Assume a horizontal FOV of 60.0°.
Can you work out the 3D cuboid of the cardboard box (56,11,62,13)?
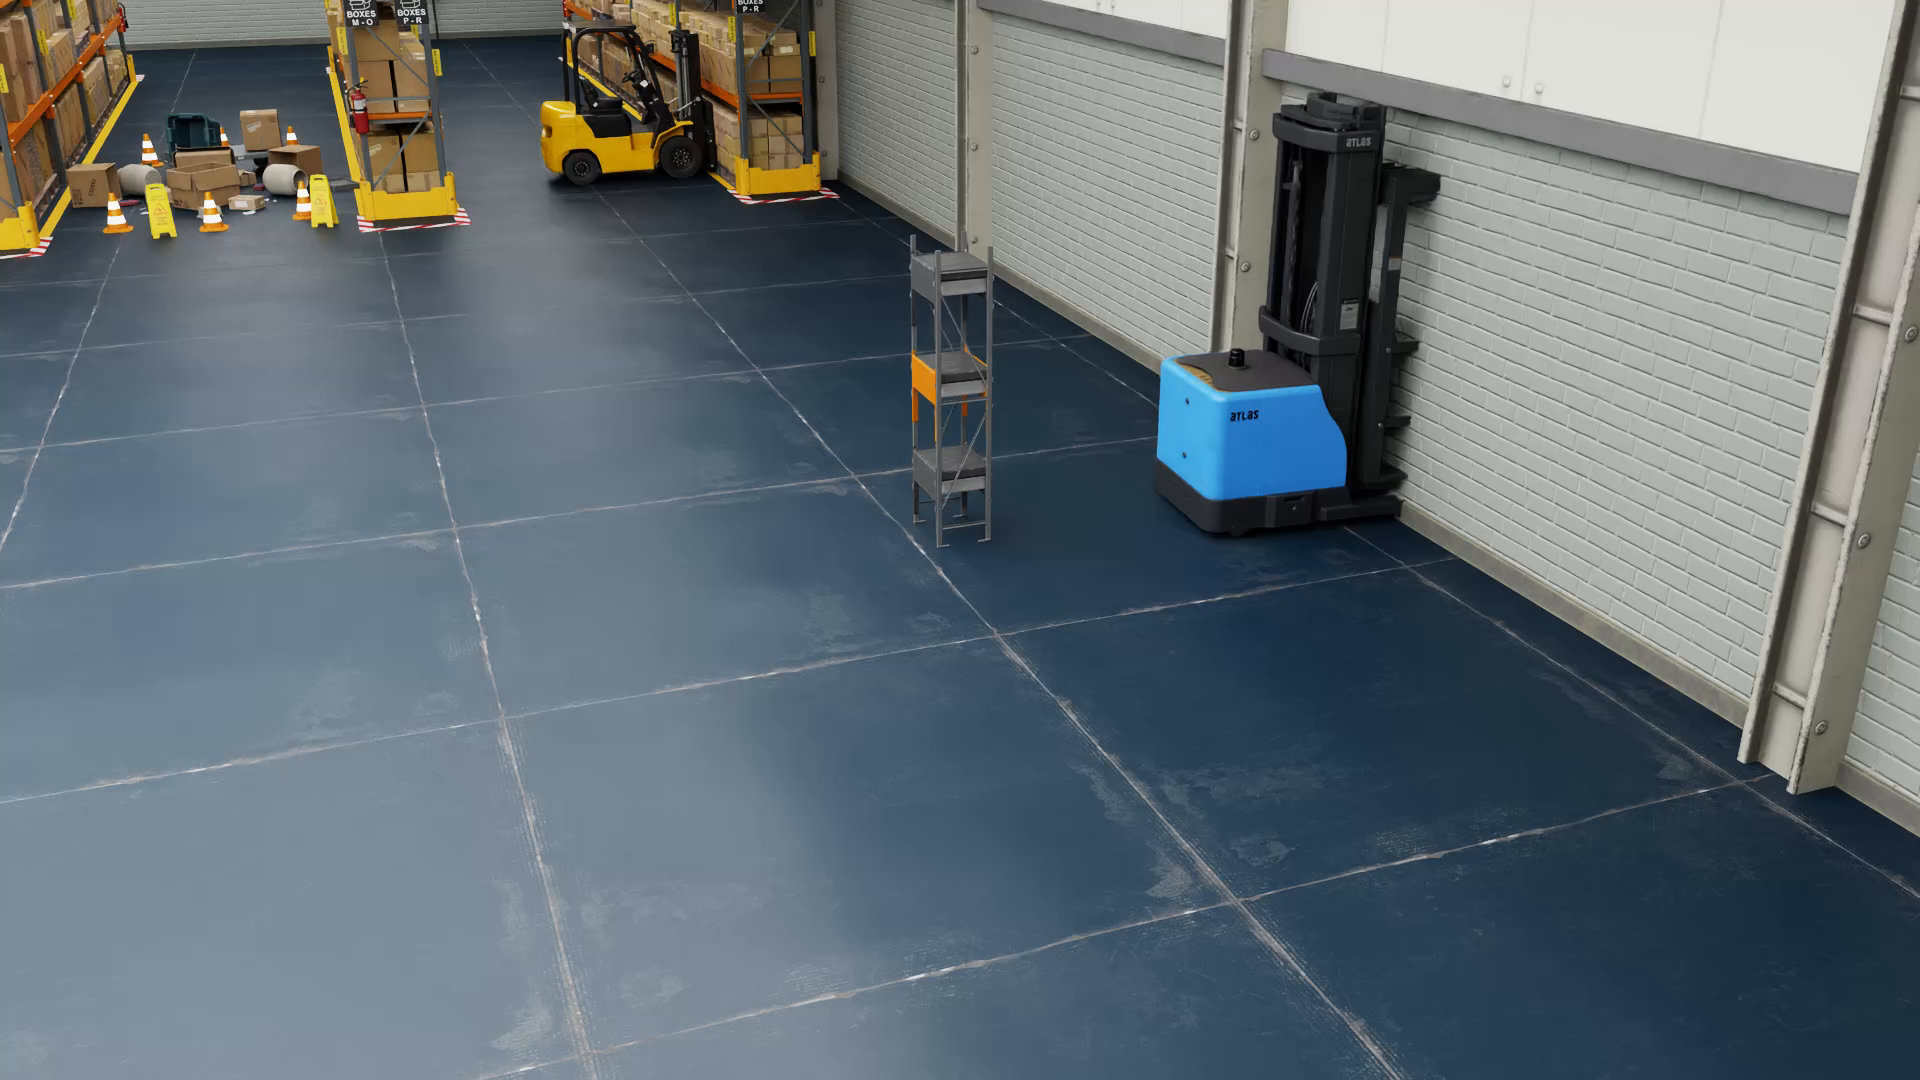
[{"bbox_3d":[-14.786,-8.559,27.212,0.380,0.149,0.250,-8,24,-19],"label":"cardboard box"}]

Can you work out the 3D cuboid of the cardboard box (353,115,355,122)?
[{"bbox_3d":[-8.100,-5.773,22.784,0.380,0.149,0.250,-7,24,-17],"label":"cardboard box"}]

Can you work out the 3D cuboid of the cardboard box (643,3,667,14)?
[{"bbox_3d":[-5.236,-9.133,28.593,0.380,0.149,0.250,-8,24,-18],"label":"cardboard box"}]

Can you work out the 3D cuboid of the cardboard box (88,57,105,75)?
[{"bbox_3d":[-15.538,-8.431,29.602,0.500,0.250,0.500,-9,24,-20],"label":"cardboard box"}]

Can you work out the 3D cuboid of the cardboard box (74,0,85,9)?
[{"bbox_3d":[-15.617,-9.415,29.242,0.380,0.149,0.250,-9,25,-21],"label":"cardboard box"}]

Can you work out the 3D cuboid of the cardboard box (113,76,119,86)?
[{"bbox_3d":[-16.362,-8.801,31.900,0.380,0.149,0.250,-9,24,-20],"label":"cardboard box"}]

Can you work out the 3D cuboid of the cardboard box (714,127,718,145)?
[{"bbox_3d":[-3.394,-5.977,24.424,0.500,0.250,0.500,-9,24,-20],"label":"cardboard box"}]

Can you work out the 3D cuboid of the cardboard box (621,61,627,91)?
[{"bbox_3d":[-6.092,-8.763,31.357,0.500,0.500,0.500,-7,24,-17],"label":"cardboard box"}]

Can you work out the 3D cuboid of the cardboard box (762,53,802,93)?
[{"bbox_3d":[-2.476,-6.582,23.375,0.500,0.500,0.500,-8,24,-17],"label":"cardboard box"}]

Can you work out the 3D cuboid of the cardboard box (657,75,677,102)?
[{"bbox_3d":[-4.703,-7.614,28.470,0.875,0.625,0.625,-9,25,-21],"label":"cardboard box"}]

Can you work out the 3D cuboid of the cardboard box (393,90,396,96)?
[{"bbox_3d":[-7.569,-6.144,22.789,0.380,0.149,0.250,-7,24,-17],"label":"cardboard box"}]

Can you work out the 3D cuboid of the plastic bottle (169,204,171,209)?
[{"bbox_3d":[-10.705,-4.487,22.317,0.133,0.061,0.283,-18,29,-37],"label":"plastic bottle"}]

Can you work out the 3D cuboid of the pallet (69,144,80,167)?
[{"bbox_3d":[-13.989,-5.802,25.243,1.003,0.211,1.213,-8,24,-19],"label":"pallet"}]

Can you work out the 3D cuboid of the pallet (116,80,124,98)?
[{"bbox_3d":[-16.743,-8.677,32.066,1.003,0.211,1.213,-8,24,-19],"label":"pallet"}]

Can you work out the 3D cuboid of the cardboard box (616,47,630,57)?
[{"bbox_3d":[-6.402,-9.385,31.998,0.380,0.149,0.250,-7,24,-17],"label":"cardboard box"}]

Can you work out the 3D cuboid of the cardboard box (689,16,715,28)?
[{"bbox_3d":[-3.869,-7.815,25.082,0.380,0.149,0.250,-8,24,-18],"label":"cardboard box"}]

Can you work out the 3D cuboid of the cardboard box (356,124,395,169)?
[{"bbox_3d":[-7.918,-5.351,22.619,0.500,0.500,0.500,-7,24,-17],"label":"cardboard box"}]

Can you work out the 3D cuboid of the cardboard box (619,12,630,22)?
[{"bbox_3d":[-5.978,-9.488,30.182,0.380,0.149,0.250,-8,24,-18],"label":"cardboard box"}]

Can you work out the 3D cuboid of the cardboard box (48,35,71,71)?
[{"bbox_3d":[-13.863,-7.382,25.274,0.500,0.500,0.500,-9,24,-20],"label":"cardboard box"}]

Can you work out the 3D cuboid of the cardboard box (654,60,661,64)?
[{"bbox_3d":[-5.511,-8.977,31.028,0.380,0.149,0.250,-8,24,-18],"label":"cardboard box"}]

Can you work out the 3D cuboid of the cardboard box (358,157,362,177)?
[{"bbox_3d":[-8.106,-5.197,23.218,0.500,0.250,0.500,-9,25,-21],"label":"cardboard box"}]

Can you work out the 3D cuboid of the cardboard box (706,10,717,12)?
[{"bbox_3d":[-4.204,-8.652,27.452,0.380,0.149,0.250,-8,24,-19],"label":"cardboard box"}]

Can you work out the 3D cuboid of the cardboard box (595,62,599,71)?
[{"bbox_3d":[-7.272,-9.720,34.078,0.380,0.149,0.250,-9,25,-21],"label":"cardboard box"}]

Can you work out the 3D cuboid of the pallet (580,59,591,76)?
[{"bbox_3d":[-7.477,-10.086,35.409,1.003,0.211,1.213,-8,24,-19],"label":"pallet"}]

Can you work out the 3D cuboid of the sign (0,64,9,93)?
[{"bbox_3d":[-11.277,-5.428,19.551,0.100,0.325,0.005,-8,24,-19],"label":"sign"}]

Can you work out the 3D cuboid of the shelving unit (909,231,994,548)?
[{"bbox_3d":[-0.058,-1.028,11.485,0.431,2.100,0.503,-8,24,-19],"label":"shelving unit"}]

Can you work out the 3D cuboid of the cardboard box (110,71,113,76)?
[{"bbox_3d":[-16.327,-8.837,31.601,0.380,0.149,0.250,-7,24,-17],"label":"cardboard box"}]

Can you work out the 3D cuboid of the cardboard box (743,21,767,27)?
[{"bbox_3d":[-2.999,-7.517,24.375,0.380,0.149,0.250,-8,24,-19],"label":"cardboard box"}]

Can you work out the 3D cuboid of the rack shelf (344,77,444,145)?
[{"bbox_3d":[-7.910,-6.030,23.121,1.077,0.370,4.000,-8,24,-19],"label":"rack shelf"}]

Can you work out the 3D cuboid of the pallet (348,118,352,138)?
[{"bbox_3d":[-9.755,-6.973,28.021,1.003,0.211,1.213,-8,24,-19],"label":"pallet"}]

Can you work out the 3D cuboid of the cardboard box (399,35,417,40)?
[{"bbox_3d":[-8.038,-6.958,23.885,0.500,0.500,0.500,-8,24,-17],"label":"cardboard box"}]

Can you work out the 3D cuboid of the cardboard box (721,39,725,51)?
[{"bbox_3d":[-3.175,-7.033,23.610,0.380,0.149,0.250,-9,24,-19],"label":"cardboard box"}]

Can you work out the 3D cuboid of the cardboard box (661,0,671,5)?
[{"bbox_3d":[-5.083,-9.479,29.413,0.380,0.149,0.250,-8,24,-17],"label":"cardboard box"}]

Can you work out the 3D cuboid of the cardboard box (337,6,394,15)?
[{"bbox_3d":[-8.082,-6.991,22.675,0.700,0.500,0.500,-9,24,-19],"label":"cardboard box"}]

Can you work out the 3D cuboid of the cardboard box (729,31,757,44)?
[{"bbox_3d":[-3.001,-6.986,23.116,0.380,0.149,0.250,-8,24,-19],"label":"cardboard box"}]

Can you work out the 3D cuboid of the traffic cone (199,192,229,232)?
[{"bbox_3d":[-9.480,-4.169,21.046,0.336,0.463,0.334,-8,24,-19],"label":"traffic cone"}]

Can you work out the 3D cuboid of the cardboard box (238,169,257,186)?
[{"bbox_3d":[-10.336,-5.238,23.836,0.396,0.266,0.258,12,26,27],"label":"cardboard box"}]

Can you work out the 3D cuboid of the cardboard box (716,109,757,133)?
[{"bbox_3d":[-3.201,-6.014,23.868,0.500,0.250,0.500,-8,24,-18],"label":"cardboard box"}]

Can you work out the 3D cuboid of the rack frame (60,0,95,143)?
[{"bbox_3d":[-14.625,-7.826,26.456,1.000,3.000,0.127,-8,24,-19],"label":"rack frame"}]

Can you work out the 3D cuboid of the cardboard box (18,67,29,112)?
[{"bbox_3d":[-12.493,-5.721,21.269,0.875,0.550,0.500,-8,24,-19],"label":"cardboard box"}]

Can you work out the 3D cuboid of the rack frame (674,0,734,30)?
[{"bbox_3d":[-3.974,-7.771,26.325,1.000,3.000,0.127,-8,24,-19],"label":"rack frame"}]

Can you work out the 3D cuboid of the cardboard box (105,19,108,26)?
[{"bbox_3d":[-16.342,-9.783,31.423,0.380,0.149,0.250,-7,24,-17],"label":"cardboard box"}]

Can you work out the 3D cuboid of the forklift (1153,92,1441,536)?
[{"bbox_3d":[3.032,-1.690,11.986,3.031,2.935,1.130,-7,24,-16],"label":"forklift"}]

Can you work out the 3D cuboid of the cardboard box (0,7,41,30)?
[{"bbox_3d":[-13.754,-7.429,24.098,0.700,0.500,0.500,-8,24,-19],"label":"cardboard box"}]

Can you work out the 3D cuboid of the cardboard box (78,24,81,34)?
[{"bbox_3d":[-15.155,-8.670,28.241,0.380,0.149,0.250,-9,25,-21],"label":"cardboard box"}]

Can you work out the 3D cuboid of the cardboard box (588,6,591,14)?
[{"bbox_3d":[-7.376,-10.826,33.896,0.380,0.149,0.250,-8,24,-18],"label":"cardboard box"}]

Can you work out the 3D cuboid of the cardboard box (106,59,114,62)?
[{"bbox_3d":[-16.494,-9.158,31.980,0.380,0.149,0.250,-8,24,-19],"label":"cardboard box"}]

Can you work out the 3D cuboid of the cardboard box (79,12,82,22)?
[{"bbox_3d":[-15.342,-8.997,28.634,0.380,0.149,0.250,-10,25,-22],"label":"cardboard box"}]

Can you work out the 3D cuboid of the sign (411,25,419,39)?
[{"bbox_3d":[-8.111,-7.565,24.721,0.100,0.325,0.005,-8,24,-19],"label":"sign"}]

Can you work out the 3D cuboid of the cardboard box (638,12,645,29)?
[{"bbox_3d":[-5.283,-9.009,28.811,0.500,0.250,0.500,-8,24,-17],"label":"cardboard box"}]

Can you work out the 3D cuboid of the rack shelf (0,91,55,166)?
[{"bbox_3d":[-12.505,-5.314,21.423,1.077,0.370,4.000,-8,24,-19],"label":"rack shelf"}]

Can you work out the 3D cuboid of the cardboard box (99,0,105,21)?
[{"bbox_3d":[-16.158,-9.856,30.760,0.500,0.500,0.500,-8,24,-19],"label":"cardboard box"}]

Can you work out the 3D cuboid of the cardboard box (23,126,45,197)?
[{"bbox_3d":[-12.733,-5.022,21.997,0.875,0.875,0.875,-8,24,-19],"label":"cardboard box"}]

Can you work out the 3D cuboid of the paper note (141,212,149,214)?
[{"bbox_3d":[-10.749,-4.338,22.004,0.144,0.017,0.142,0,23,-1],"label":"paper note"}]
